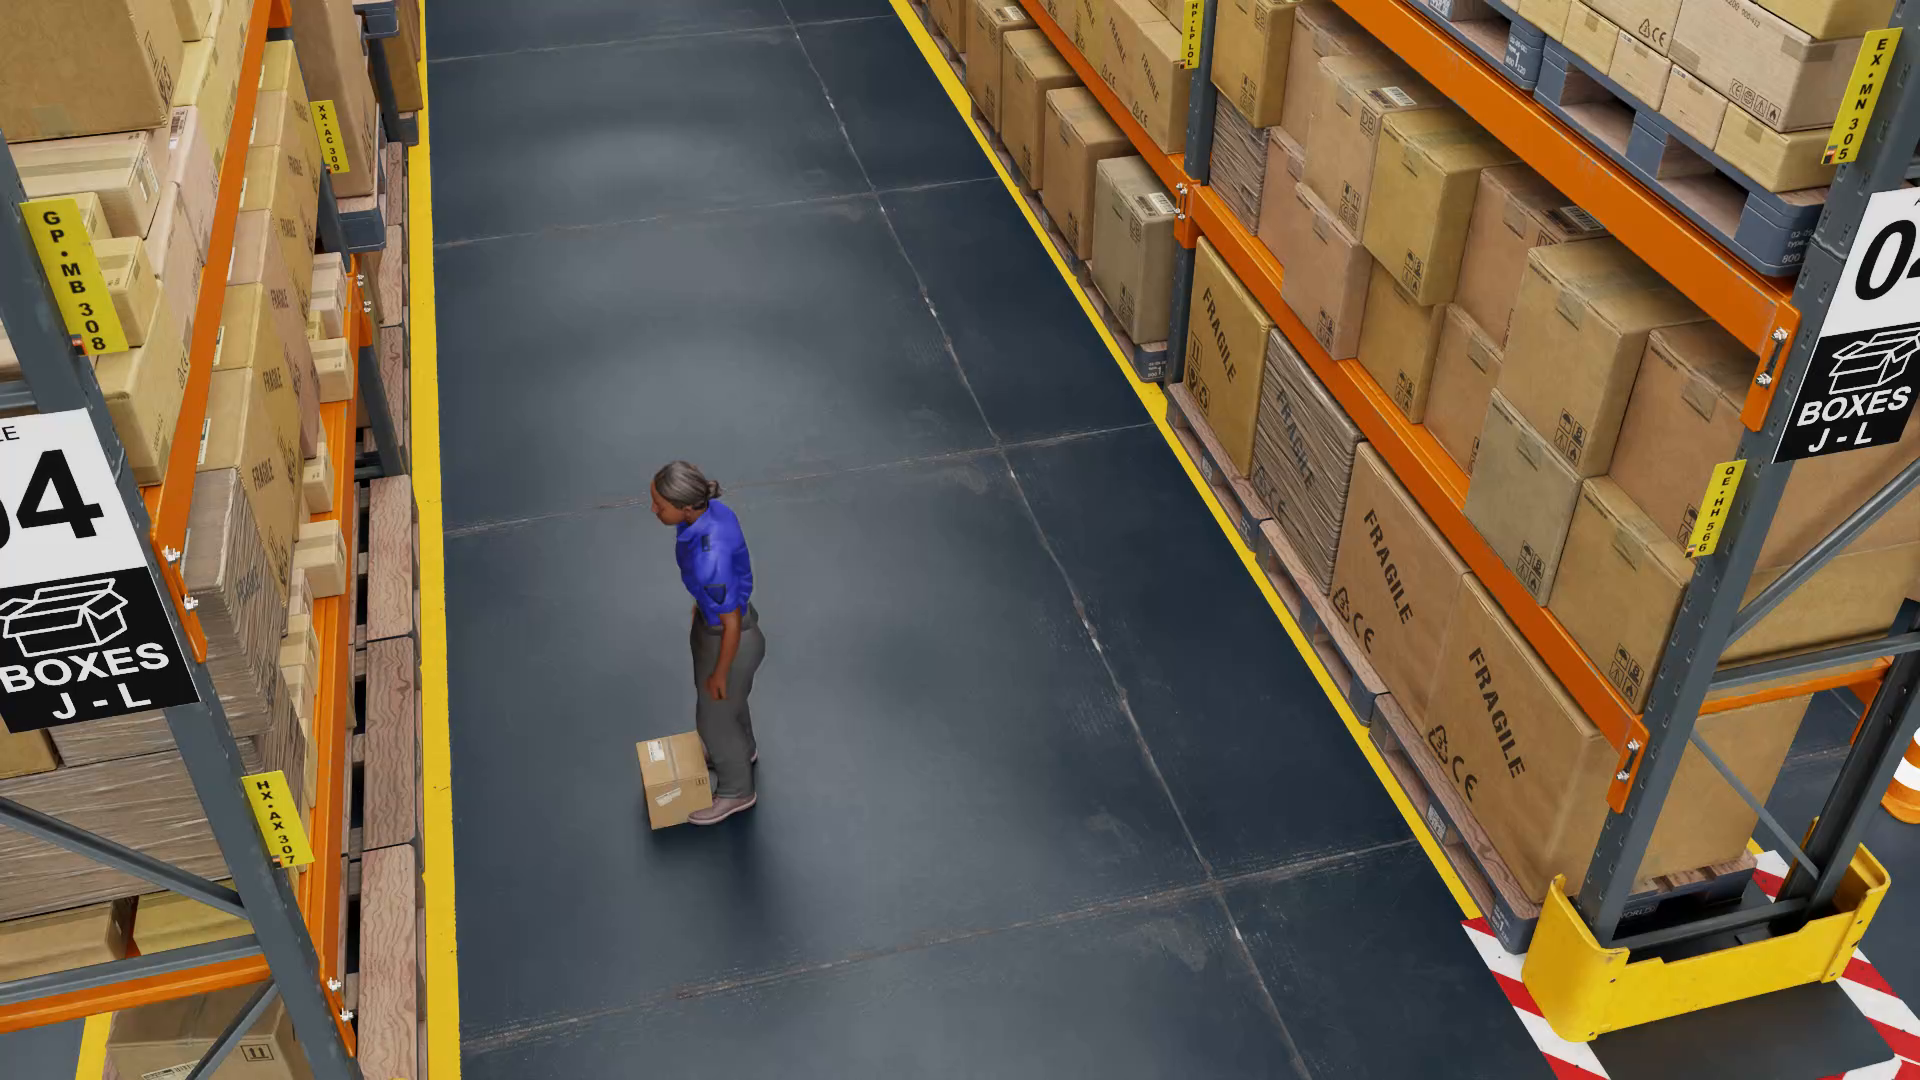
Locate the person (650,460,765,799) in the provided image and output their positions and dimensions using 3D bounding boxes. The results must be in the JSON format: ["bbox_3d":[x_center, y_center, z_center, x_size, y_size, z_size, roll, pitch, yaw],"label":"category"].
[{"bbox_3d":[-0.916,0.340,6.232,0.349,1.586,0.493,-10,39,-12],"label":"person"}]
